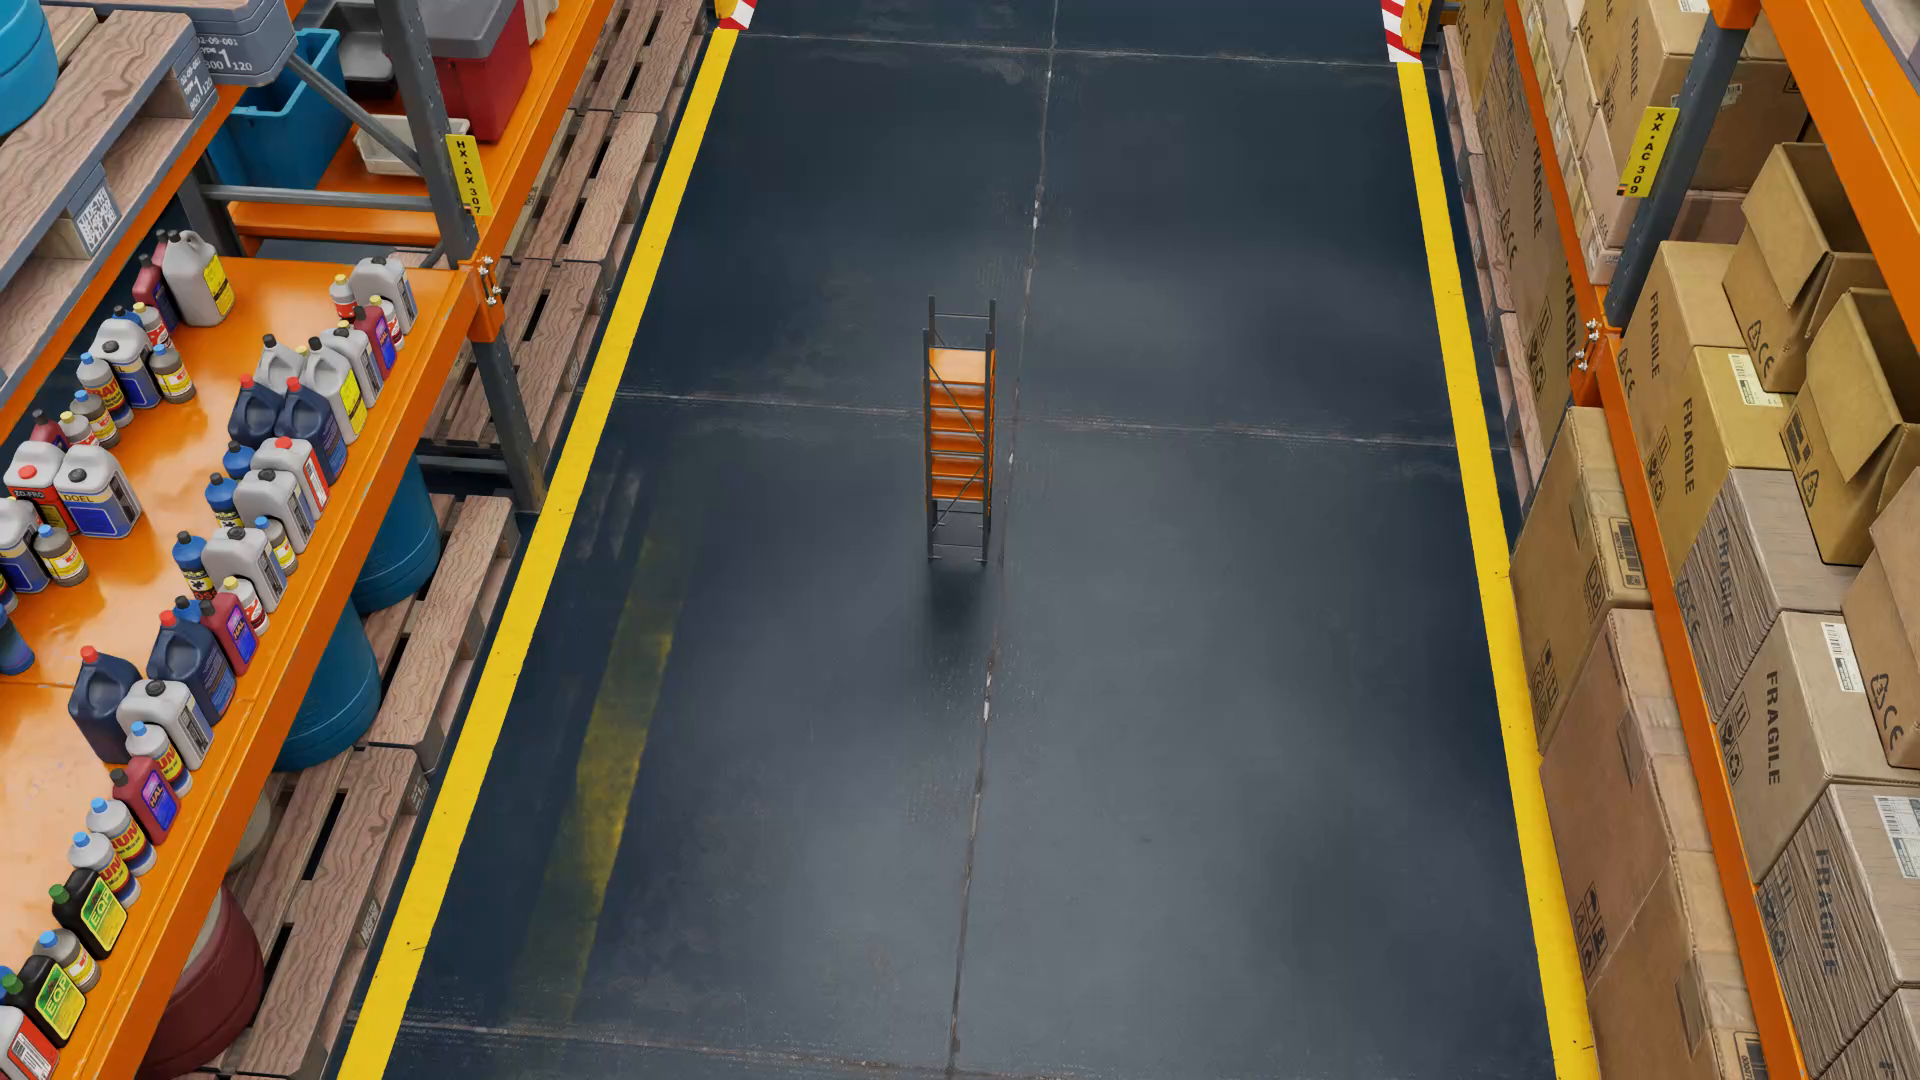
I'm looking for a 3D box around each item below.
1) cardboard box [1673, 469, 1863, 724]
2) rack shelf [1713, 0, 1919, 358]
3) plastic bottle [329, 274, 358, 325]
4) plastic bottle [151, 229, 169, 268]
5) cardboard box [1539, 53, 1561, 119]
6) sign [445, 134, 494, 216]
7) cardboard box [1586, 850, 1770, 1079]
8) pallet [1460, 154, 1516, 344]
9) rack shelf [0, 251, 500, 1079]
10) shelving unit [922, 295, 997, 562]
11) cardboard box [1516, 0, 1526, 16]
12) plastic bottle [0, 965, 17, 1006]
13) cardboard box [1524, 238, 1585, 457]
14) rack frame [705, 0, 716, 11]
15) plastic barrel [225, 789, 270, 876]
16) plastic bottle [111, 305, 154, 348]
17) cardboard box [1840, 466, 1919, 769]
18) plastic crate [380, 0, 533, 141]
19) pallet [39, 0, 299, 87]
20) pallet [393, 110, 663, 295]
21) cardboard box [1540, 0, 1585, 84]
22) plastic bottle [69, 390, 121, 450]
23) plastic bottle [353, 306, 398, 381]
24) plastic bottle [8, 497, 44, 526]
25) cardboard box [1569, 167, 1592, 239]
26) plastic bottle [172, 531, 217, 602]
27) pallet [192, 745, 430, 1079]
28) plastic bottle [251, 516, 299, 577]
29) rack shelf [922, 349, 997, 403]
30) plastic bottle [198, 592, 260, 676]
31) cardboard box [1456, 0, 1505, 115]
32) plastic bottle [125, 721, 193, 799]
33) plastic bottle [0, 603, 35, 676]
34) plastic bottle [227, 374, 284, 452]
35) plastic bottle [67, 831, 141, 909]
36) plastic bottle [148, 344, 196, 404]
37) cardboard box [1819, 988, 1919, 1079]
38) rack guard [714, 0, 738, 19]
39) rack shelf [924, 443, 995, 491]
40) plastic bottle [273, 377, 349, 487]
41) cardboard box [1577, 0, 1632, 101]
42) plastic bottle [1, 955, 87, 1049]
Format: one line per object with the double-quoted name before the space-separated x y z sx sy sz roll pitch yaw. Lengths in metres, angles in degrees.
"cardboard box" 2.324 0.166 4.523 0.500 0.500 0.500 3 48 3
"rack shelf" 2.524 -0.158 3.343 1.077 0.370 4.000 4 48 4
"plastic bottle" -2.066 -0.808 5.617 0.097 0.201 0.097 0 48 0
"plastic bottle" -2.684 -0.911 5.656 0.061 0.283 0.133 4 48 4
"cardboard box" 2.501 -1.776 6.538 0.380 0.149 0.250 5 48 4
"sign" -1.678 -1.247 5.696 0.100 0.325 0.005 4 48 4
"cardboard box" 2.514 1.496 4.530 1.225 0.875 0.875 4 48 4
"pallet" 2.962 -1.370 7.886 1.003 0.211 1.213 4 48 4
"rack shelf" -2.408 0.521 4.754 1.077 0.370 4.000 4 48 4
"shelving unit" -0.001 -0.394 6.323 0.258 1.200 0.189 4 48 4
"cardboard box" 2.571 -2.344 7.057 0.380 0.149 0.250 3 48 3
"plastic bottle" -2.210 1.068 3.854 0.097 0.271 0.097 0 48 0
"cardboard box" 2.846 -0.763 6.596 0.875 0.875 0.875 4 48 4
"rack frame" -1.862 -4.131 8.521 1.000 3.000 0.127 4 48 4
"plastic barrel" -2.498 0.834 5.382 0.421 0.512 0.421 0 48 0
"plastic bottle" -2.698 -0.652 5.427 0.097 0.271 0.097 0 48 0
"cardboard box" 2.541 0.200 3.812 0.797 0.503 0.637 5 48 5
"plastic crate" -1.895 -1.873 6.372 0.402 0.464 0.583 4 48 4
"pallet" -2.200 -1.558 4.263 1.213 0.211 1.003 4 48 4
"pallet" -2.089 -1.692 8.181 1.003 0.211 1.213 4 48 4
"cardboard box" 2.576 -2.006 6.478 0.500 0.250 0.500 5 48 4
"plastic bottle" -2.728 -0.386 5.231 0.097 0.201 0.097 0 48 0
"plastic bottle" -1.916 -0.668 5.433 0.061 0.283 0.133 4 48 4
"plastic bottle" -2.770 -0.046 4.920 0.097 0.201 0.097 0 48 0
"cardboard box" 2.431 -1.209 6.020 0.380 0.149 0.250 5 48 4
"plastic bottle" -2.179 0.077 4.760 0.097 0.271 0.097 0 48 0
"pallet" -2.447 1.213 5.524 1.003 0.211 1.213 4 48 4
"plastic bottle" -2.015 0.012 4.867 0.097 0.201 0.097 0 48 0
"rack shelf" -0.001 -0.607 6.091 0.258 0.103 0.180 4 48 4
"plastic bottle" -2.028 0.241 4.602 0.061 0.283 0.133 4 48 4
"cardboard box" 3.092 -2.747 8.411 0.875 0.875 0.875 4 48 4
"plastic bottle" -2.086 0.563 4.315 0.097 0.271 0.097 0 48 0
"plastic bottle" -2.665 0.253 4.599 0.097 0.271 0.097 0 48 0
"plastic bottle" -2.144 -0.351 5.098 0.144 0.351 0.185 4 48 4
"plastic bottle" -2.116 0.804 4.095 0.097 0.271 0.097 0 48 0
"plastic bottle" -2.555 -0.546 5.378 0.097 0.201 0.097 0 48 0
"cardboard box" 2.191 1.302 3.485 0.500 0.500 0.500 3 48 3
"rack guard" -1.872 -3.306 9.461 1.175 0.500 0.348 4 48 4
"rack shelf" -0.001 -0.283 6.445 0.258 0.103 0.180 4 48 4
"plastic bottle" -2.001 -0.342 5.089 0.144 0.351 0.185 4 48 4
"cardboard box" 2.532 -1.885 5.859 0.500 0.500 0.500 4 48 4
"plastic bottle" -2.130 1.056 3.857 0.061 0.283 0.133 4 48 4
